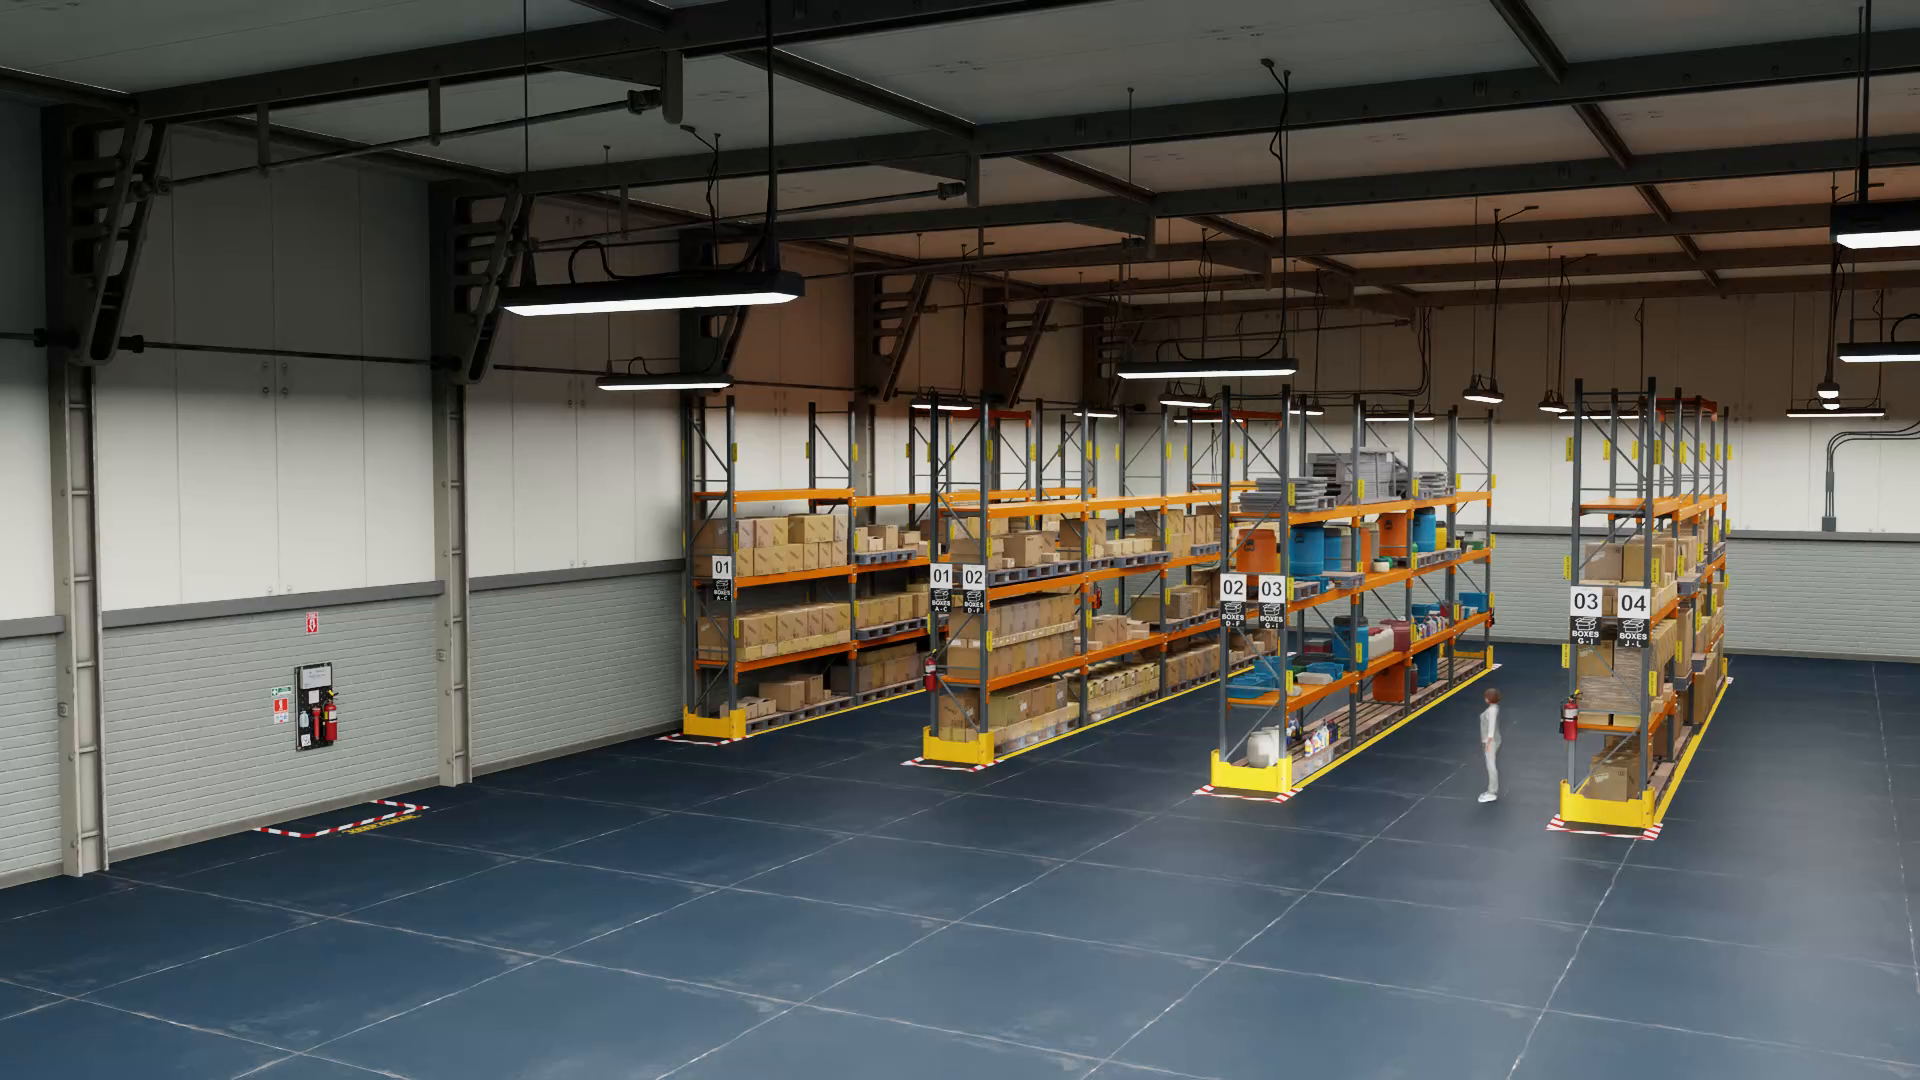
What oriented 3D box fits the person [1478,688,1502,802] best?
[{"bbox_3d":[7.638,2.941,23.999,0.348,1.609,0.469,0,3,9],"label":"person"}]
